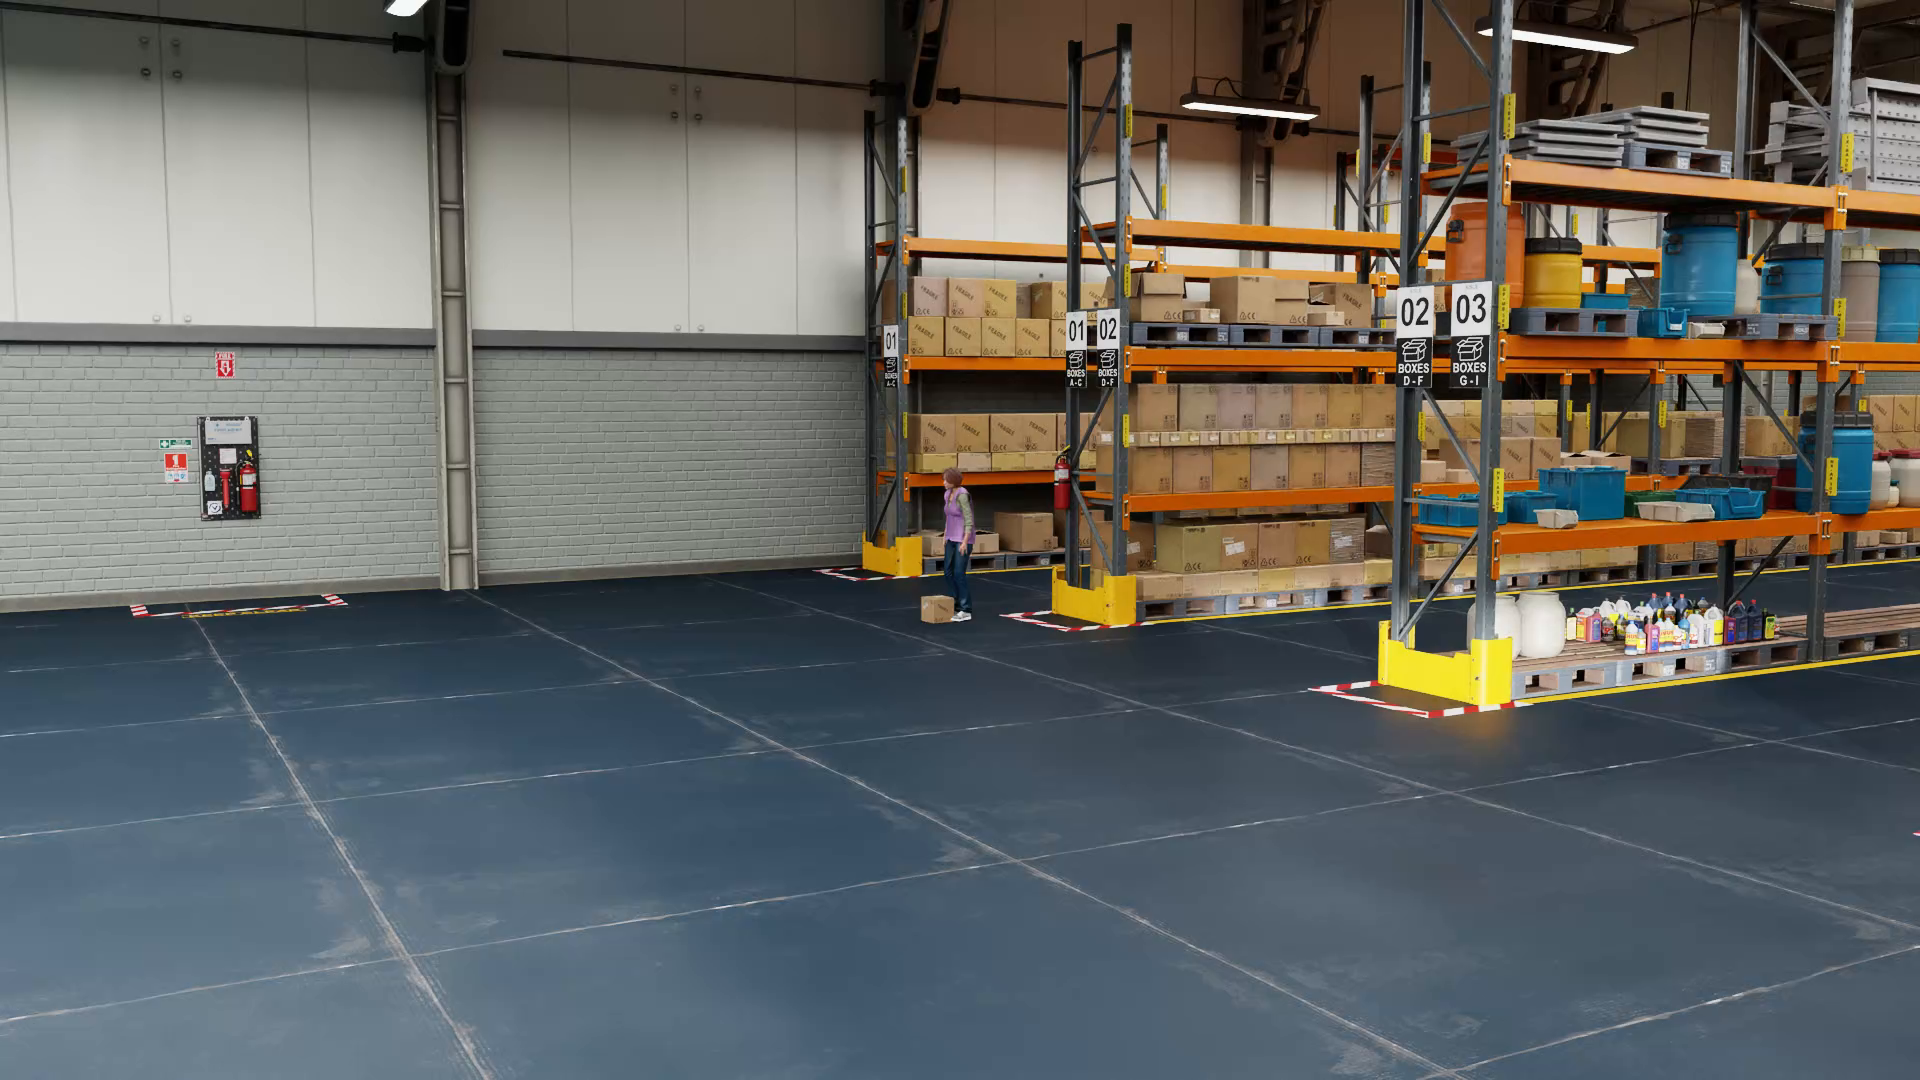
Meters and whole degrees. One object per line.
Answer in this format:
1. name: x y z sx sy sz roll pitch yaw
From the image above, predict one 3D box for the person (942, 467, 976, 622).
1. person: -0.030 0.037 17.244 0.349 1.592 0.467 -3 6 -29
